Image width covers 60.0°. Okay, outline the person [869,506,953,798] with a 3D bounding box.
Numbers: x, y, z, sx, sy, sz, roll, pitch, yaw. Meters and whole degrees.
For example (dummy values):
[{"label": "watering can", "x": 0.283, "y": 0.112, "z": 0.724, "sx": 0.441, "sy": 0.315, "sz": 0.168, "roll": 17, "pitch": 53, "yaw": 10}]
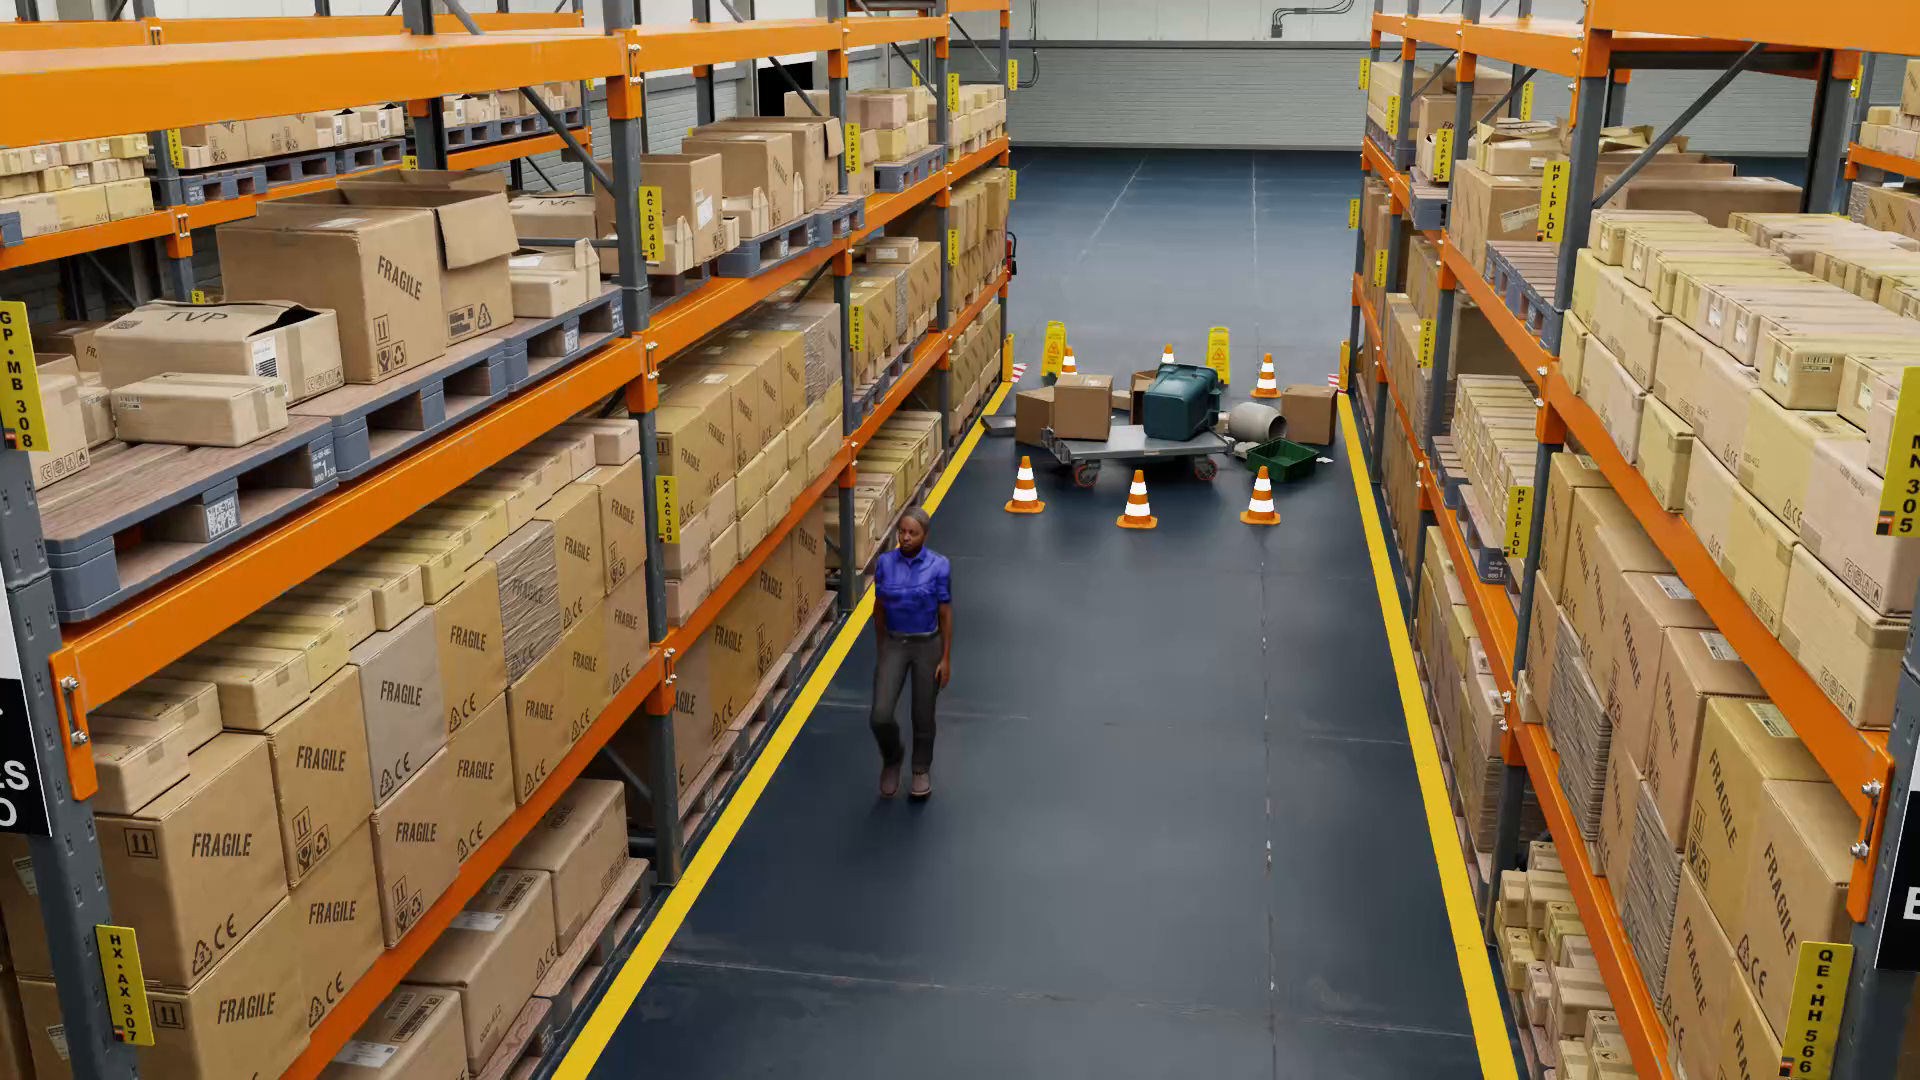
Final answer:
[{"label": "person", "x": -0.268, "y": 0.652, "z": 9.047, "sx": 0.455, "sy": 1.666, "sz": 0.442, "roll": 3, "pitch": 18, "yaw": 8}]
